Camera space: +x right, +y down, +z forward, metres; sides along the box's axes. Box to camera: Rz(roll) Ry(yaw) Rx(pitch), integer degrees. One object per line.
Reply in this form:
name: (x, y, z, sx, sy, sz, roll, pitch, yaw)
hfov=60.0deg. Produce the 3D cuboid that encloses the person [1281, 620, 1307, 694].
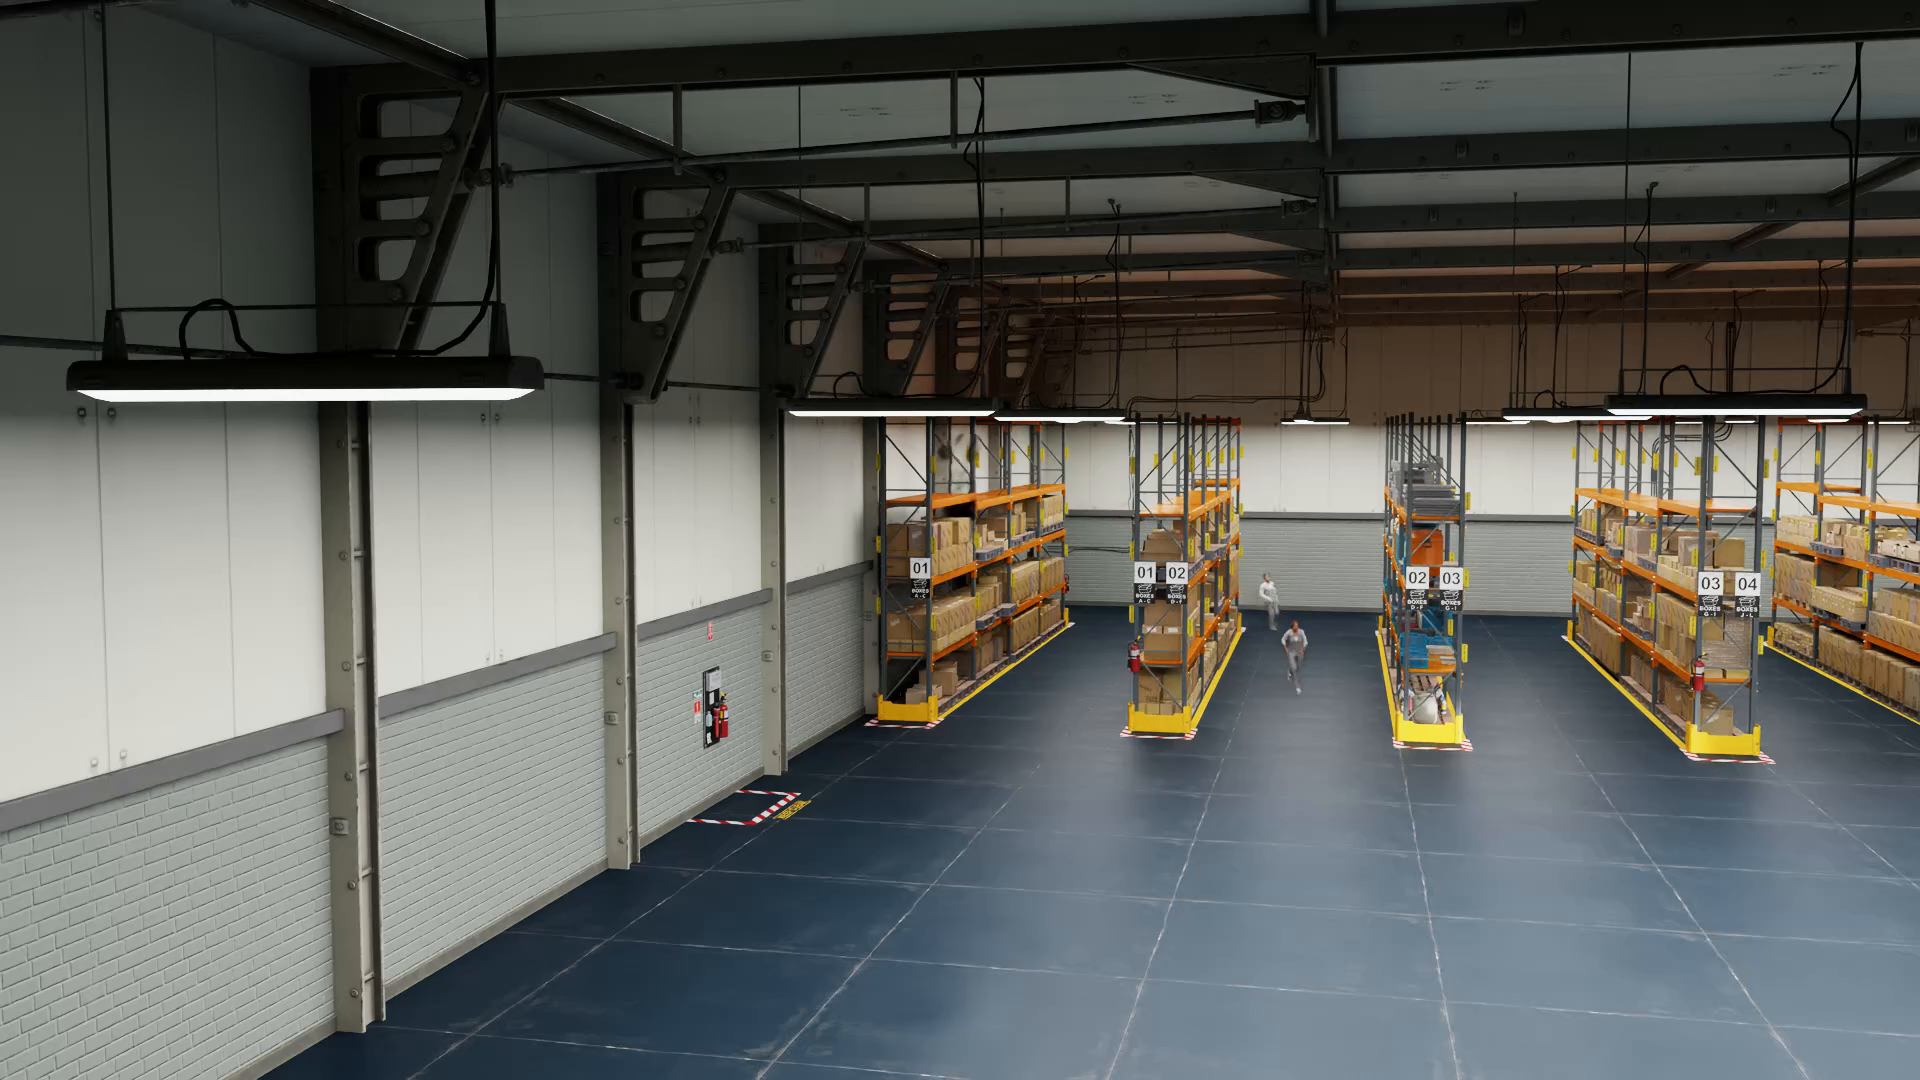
person: (7.256, 2.510, 36.143, 0.536, 1.587, 0.942, 0, 4, -3)

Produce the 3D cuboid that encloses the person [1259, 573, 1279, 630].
person: (8.754, 1.730, 46.929, 0.641, 1.636, 0.502, -1, 4, -16)
